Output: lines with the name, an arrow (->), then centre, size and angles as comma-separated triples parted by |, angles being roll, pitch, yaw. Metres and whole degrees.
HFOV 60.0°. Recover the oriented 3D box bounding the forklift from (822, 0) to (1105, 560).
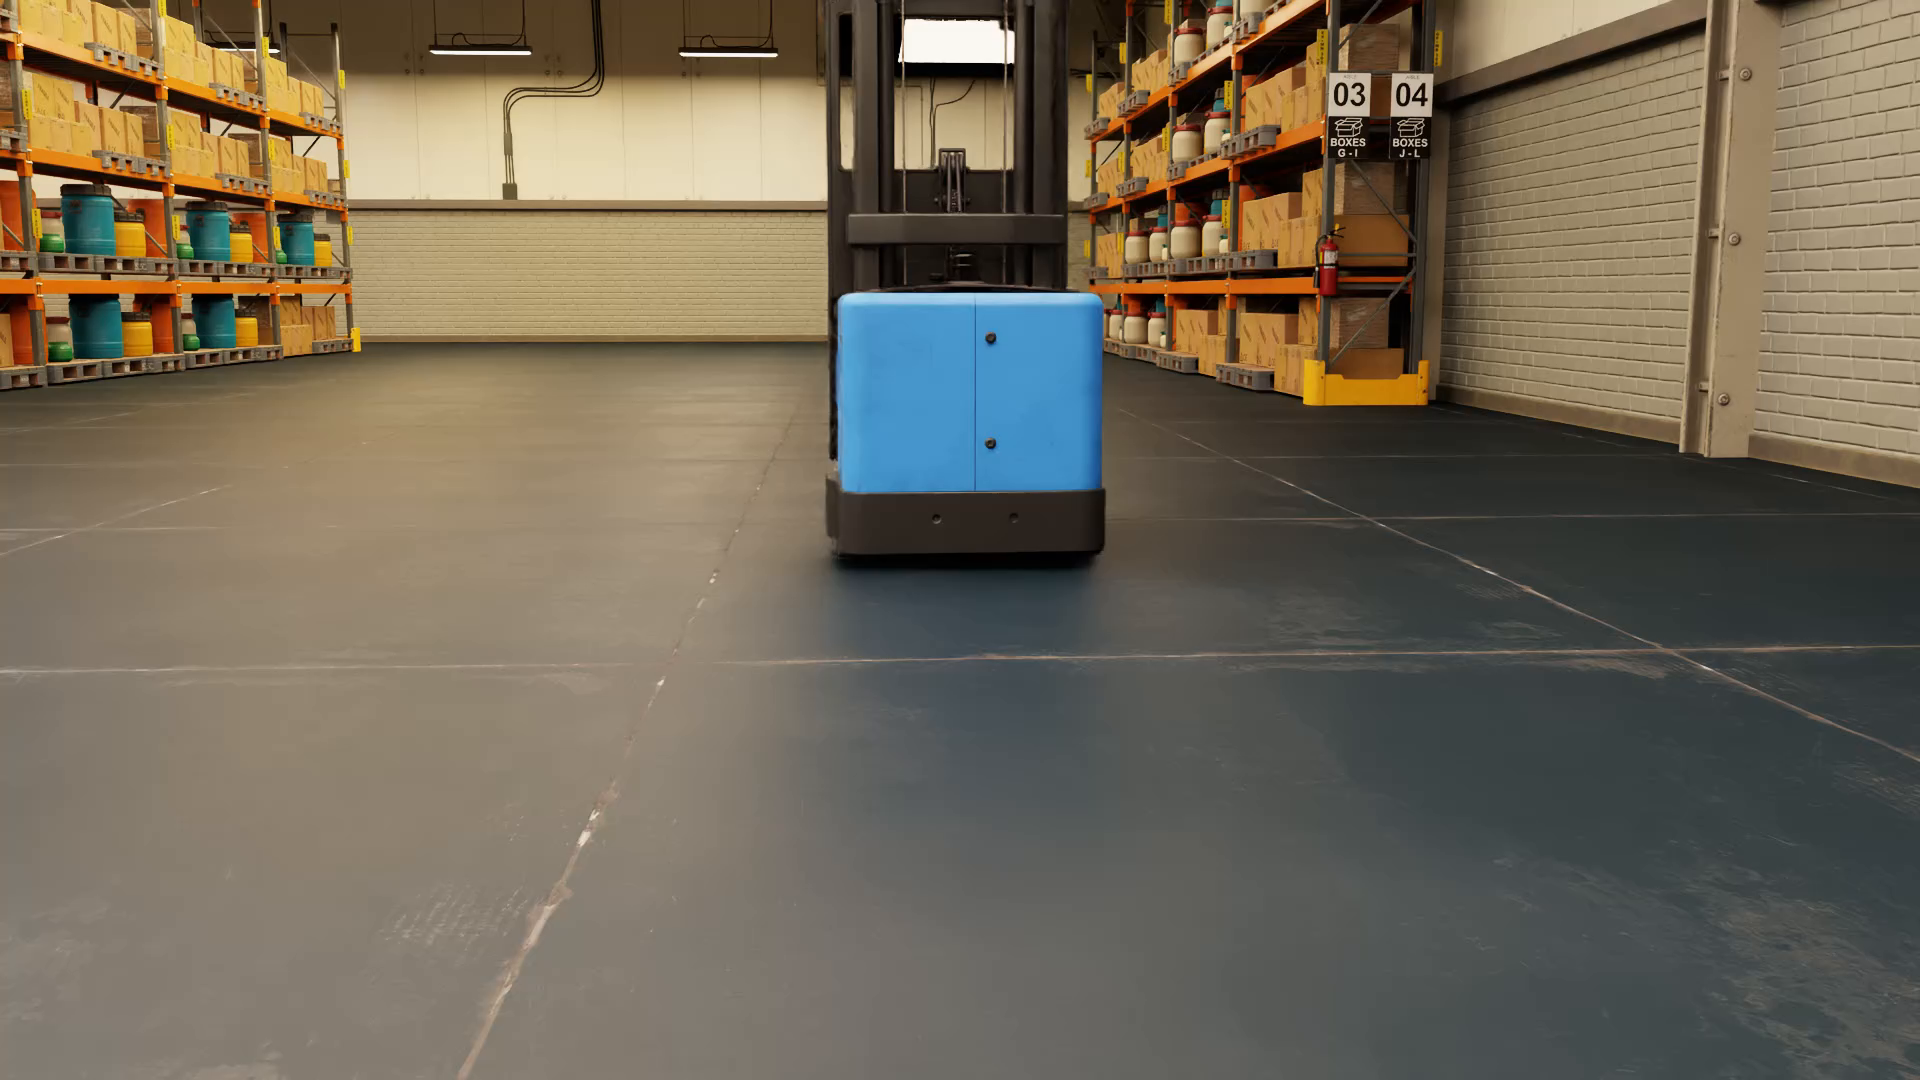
forklift -> -0.082, -1.549, 7.763 | 1.130, 2.935, 3.031 | -1, 8, -5
